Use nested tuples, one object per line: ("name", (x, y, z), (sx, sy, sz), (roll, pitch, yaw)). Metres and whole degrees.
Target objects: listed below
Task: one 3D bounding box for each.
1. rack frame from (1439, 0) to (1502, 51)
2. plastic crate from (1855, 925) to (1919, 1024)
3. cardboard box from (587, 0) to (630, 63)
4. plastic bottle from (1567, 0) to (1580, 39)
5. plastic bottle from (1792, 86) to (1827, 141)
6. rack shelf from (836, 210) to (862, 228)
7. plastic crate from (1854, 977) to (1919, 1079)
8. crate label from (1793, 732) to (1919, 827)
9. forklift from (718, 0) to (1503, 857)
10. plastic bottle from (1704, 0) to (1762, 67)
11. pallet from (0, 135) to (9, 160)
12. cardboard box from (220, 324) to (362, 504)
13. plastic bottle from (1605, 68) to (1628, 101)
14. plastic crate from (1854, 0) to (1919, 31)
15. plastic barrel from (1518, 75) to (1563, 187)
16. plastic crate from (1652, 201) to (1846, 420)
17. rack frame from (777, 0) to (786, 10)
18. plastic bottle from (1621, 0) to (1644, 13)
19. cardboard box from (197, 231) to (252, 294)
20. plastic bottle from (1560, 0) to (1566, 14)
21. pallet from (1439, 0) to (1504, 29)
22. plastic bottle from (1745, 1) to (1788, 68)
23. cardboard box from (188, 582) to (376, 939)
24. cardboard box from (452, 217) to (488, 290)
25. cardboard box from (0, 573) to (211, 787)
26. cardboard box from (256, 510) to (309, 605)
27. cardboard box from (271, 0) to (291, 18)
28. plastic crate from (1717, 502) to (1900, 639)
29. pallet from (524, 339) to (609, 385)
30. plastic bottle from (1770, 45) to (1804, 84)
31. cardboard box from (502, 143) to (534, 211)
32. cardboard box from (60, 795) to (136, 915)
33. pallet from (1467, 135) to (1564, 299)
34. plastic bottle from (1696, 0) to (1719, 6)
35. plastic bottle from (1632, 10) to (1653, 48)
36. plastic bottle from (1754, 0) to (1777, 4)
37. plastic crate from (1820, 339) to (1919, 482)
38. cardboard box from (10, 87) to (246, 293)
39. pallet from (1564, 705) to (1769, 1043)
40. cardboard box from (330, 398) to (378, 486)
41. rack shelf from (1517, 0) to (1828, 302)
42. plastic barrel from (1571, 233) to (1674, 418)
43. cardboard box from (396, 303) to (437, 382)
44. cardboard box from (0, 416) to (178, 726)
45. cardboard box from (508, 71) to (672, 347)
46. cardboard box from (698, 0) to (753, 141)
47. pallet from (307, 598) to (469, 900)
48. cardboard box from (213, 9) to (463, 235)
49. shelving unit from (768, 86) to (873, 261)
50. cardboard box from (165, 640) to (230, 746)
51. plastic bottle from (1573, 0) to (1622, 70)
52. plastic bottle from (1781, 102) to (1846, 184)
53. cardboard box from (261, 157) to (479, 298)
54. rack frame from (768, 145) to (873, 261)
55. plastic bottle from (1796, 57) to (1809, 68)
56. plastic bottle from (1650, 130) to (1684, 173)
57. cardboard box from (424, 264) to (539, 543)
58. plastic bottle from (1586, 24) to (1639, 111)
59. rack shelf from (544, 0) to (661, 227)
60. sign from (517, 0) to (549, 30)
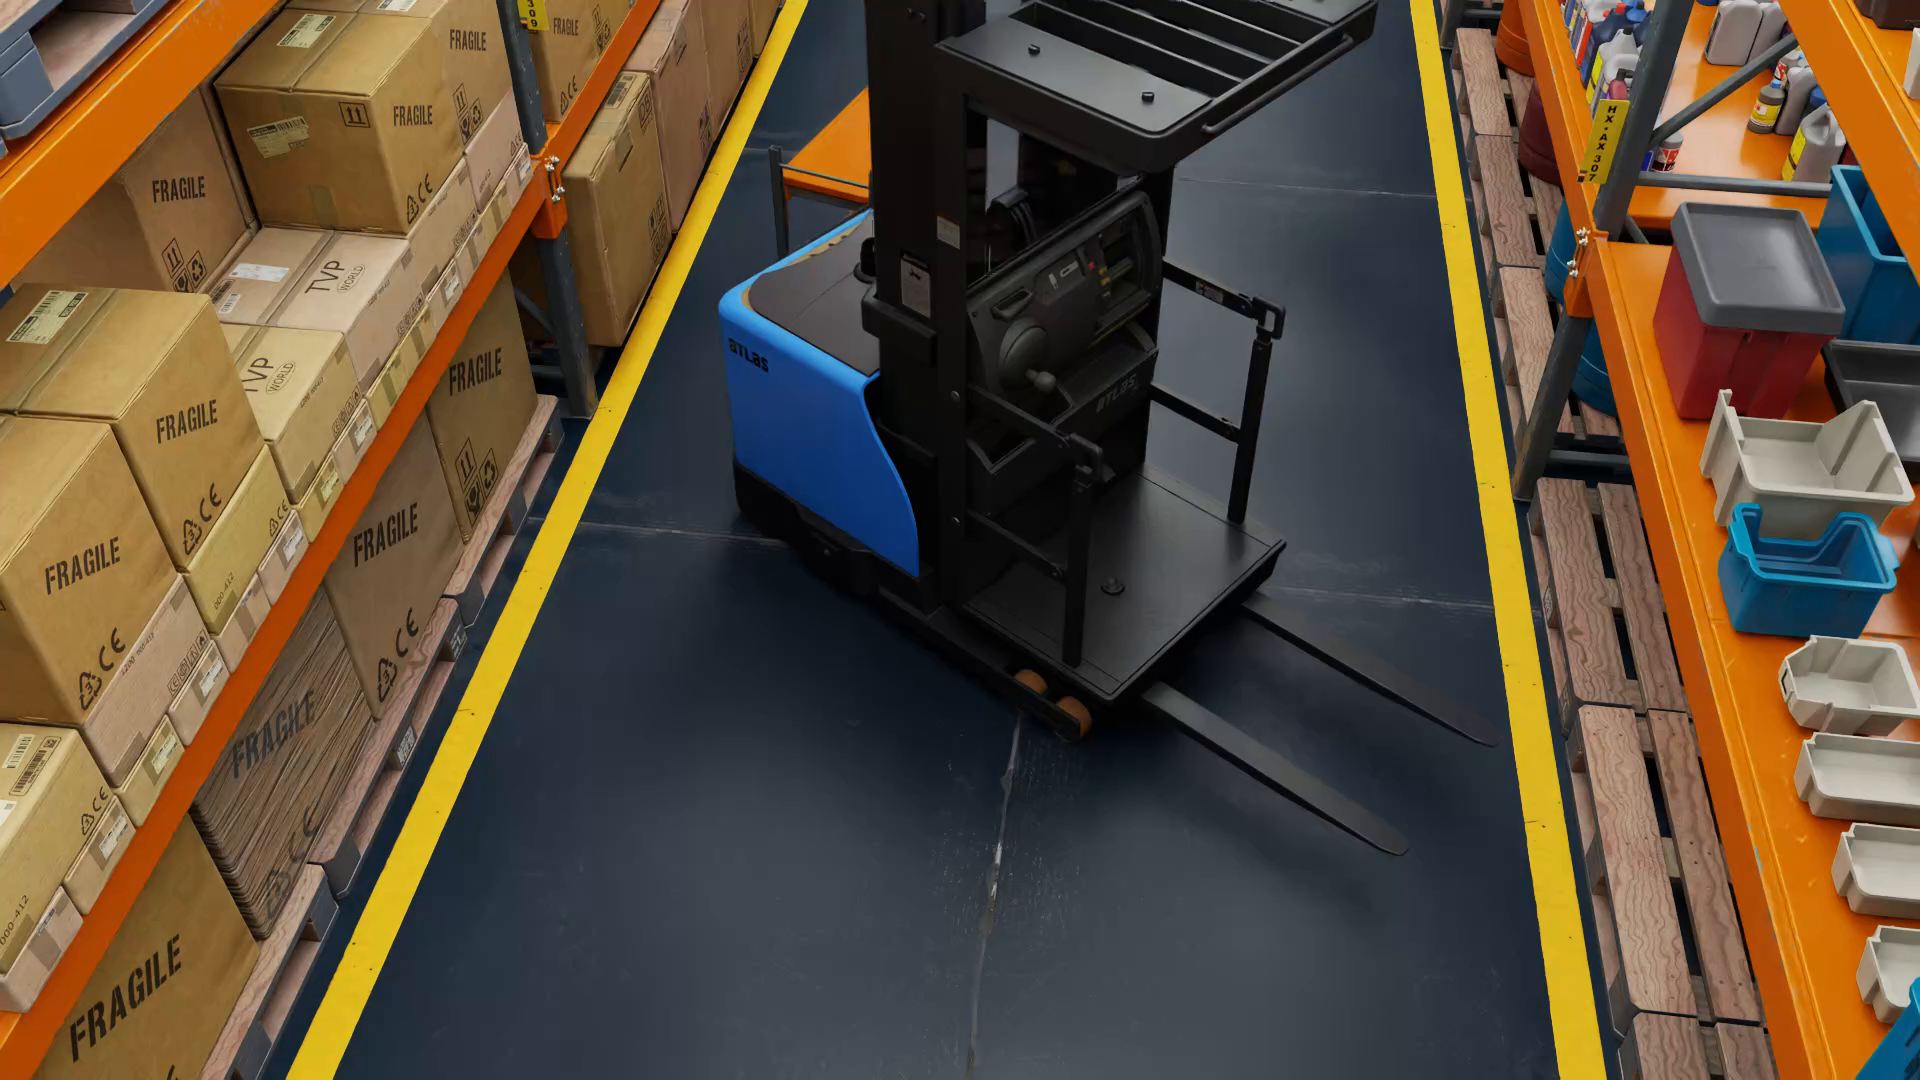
("rack frame", (3.333, -3.972, 8.763), (1.000, 3.000, 0.127), (5, 44, 6))
("plastic crate", (2.203, 0.982, 3.679), (0.396, 0.136, 0.243), (5, 44, 6))
("cardboard box", (-1.732, -2.365, 6.994), (0.500, 0.500, 0.500), (5, 44, 6))
("plastic bottle", (2.656, -2.237, 7.076), (0.097, 0.201, 0.097), (0, 43, 0))
("plastic bottle", (3.303, -1.647, 6.402), (0.097, 0.271, 0.097), (0, 43, 0))
("rack shelf", (-0.340, -1.274, 7.633), (0.538, 0.278, 1.000), (17, 46, 18))
("plastic crate", (2.134, 1.201, 3.231), (0.616, 0.435, 0.499), (5, 44, 6))
("crate label", (2.269, 0.594, 4.089), (0.396, 0.136, 0.243), (5, 44, 6))
("forklift", (0.518, -0.750, 5.410), (3.031, 2.935, 1.130), (32, 52, 29))
("plastic bottle", (3.214, -2.126, 6.904), (0.152, 0.276, 0.135), (5, 44, 6))
("pallet", (-2.547, -0.533, 3.014), (1.003, 0.211, 1.213), (5, 44, 6))
("cardboard box", (-2.107, -0.379, 4.861), (0.500, 0.250, 0.500), (4, 44, 5))
("plastic bottle", (2.521, -1.663, 6.409), (0.061, 0.283, 0.133), (5, 44, 6))
("plastic crate", (2.368, -1.466, 4.030), (0.497, 0.269, 0.590), (5, 44, 6))
("plastic barrel", (3.136, -2.144, 8.281), (0.600, 0.588, 0.708), (5, 44, 6))
("plastic crate", (2.437, -0.705, 5.222), (0.402, 0.464, 0.583), (5, 44, 6))
("rack frame", (-1.577, -4.422, 9.238), (1.000, 3.000, 0.127), (5, 44, 6))
("plastic bottle", (2.794, -2.182, 6.967), (0.097, 0.271, 0.097), (0, 43, 0))
("cardboard box", (-2.561, -0.761, 5.265), (0.500, 0.250, 0.500), (6, 44, 7))
("plastic bottle", (2.687, -2.395, 7.243), (0.097, 0.201, 0.097), (0, 43, 0))
("pallet", (3.473, -3.483, 10.275), (1.003, 0.211, 1.213), (5, 44, 6))
("plastic bottle", (3.365, -2.112, 6.889), (0.152, 0.276, 0.135), (5, 44, 6))
("cardboard box", (-2.509, 0.586, 5.190), (0.875, 0.875, 0.875), (5, 44, 6))
("cardboard box", (-1.889, -1.016, 5.825), (0.380, 0.149, 0.250), (5, 44, 5))
("cardboard box", (-2.241, 0.319, 4.124), (0.500, 0.250, 0.500), (5, 44, 5))
("cardboard box", (-2.093, 0.033, 4.716), (0.380, 0.149, 0.250), (5, 44, 5))
("cardboard box", (-2.422, -1.718, 5.730), (0.500, 0.500, 0.500), (5, 44, 6))
("plastic crate", (2.292, 0.097, 4.544), (0.416, 0.233, 0.300), (5, 44, 6))
("pallet", (-2.078, -1.216, 7.881), (1.003, 0.211, 1.213), (5, 44, 6))
("plastic bottle", (3.359, -1.913, 6.733), (0.097, 0.201, 0.097), (0, 43, 0))
("cardboard box", (-1.821, -1.367, 6.195), (0.380, 0.149, 0.250), (5, 44, 6))
("cardboard box", (-2.228, 0.735, 3.975), (0.380, 0.149, 0.250), (5, 44, 5))
("pallet", (3.106, -1.589, 8.274), (1.003, 0.211, 1.213), (5, 44, 6))
("plastic bottle", (3.321, -2.491, 7.293), (0.097, 0.271, 0.097), (0, 43, 0))
("plastic bottle", (2.768, -1.997, 6.713), (0.144, 0.351, 0.185), (5, 44, 6))
("plastic bottle", (3.396, -2.270, 7.056), (0.152, 0.276, 0.135), (5, 44, 6))
("plastic crate", (2.922, -0.380, 5.126), (0.437, 0.125, 0.590), (5, 44, 6))
("cardboard box", (-2.559, -1.028, 5.002), (0.500, 0.500, 0.500), (4, 44, 4))
("pallet", (2.586, 1.106, 5.429), (1.003, 0.211, 1.213), (5, 44, 6))
("cardboard box", (-2.026, -0.318, 5.087), (0.380, 0.149, 0.250), (6, 44, 6))
("rack shelf", (3.068, -2.347, 7.571), (1.077, 0.370, 4.000), (5, 44, 6))
("plastic barrel", (2.893, -1.005, 6.851), (0.600, 0.901, 0.708), (5, 44, 6))
("cardboard box", (-1.957, -0.665, 5.454), (0.380, 0.149, 0.250), (6, 44, 6))
("cardboard box", (-2.237, 0.061, 3.851), (0.500, 0.500, 0.500), (4, 44, 4))
("cardboard box", (-2.041, -1.515, 7.408), (1.225, 0.875, 0.875), (5, 44, 6))
("cardboard box", (-1.814, -2.727, 8.689), (1.225, 0.875, 0.875), (5, 44, 6))
("pallet", (-2.443, 0.662, 5.898), (1.003, 0.211, 1.213), (5, 44, 6))
("cardboard box", (-1.972, -1.343, 5.334), (0.500, 0.500, 0.500), (6, 44, 6))
("shelving unit", (-0.340, -1.452, 7.465), (0.538, 1.125, 1.048), (17, 46, 18))
("cardboard box", (-2.161, 0.382, 4.347), (0.380, 0.149, 0.250), (5, 44, 5))
("plastic bottle", (2.650, -2.091, 6.867), (0.152, 0.276, 0.135), (5, 44, 6))
("plastic bottle", (3.177, -1.466, 6.152), (0.144, 0.351, 0.185), (5, 44, 6))
("cardboard box", (-1.970, -1.072, 5.593), (0.500, 0.250, 0.500), (6, 44, 7))
("rack frame", (-0.551, -1.134, 7.129), (0.500, 1.125, 0.032), (17, 46, 18))
("plastic bottle", (3.333, -1.805, 6.569), (0.097, 0.271, 0.097), (0, 43, 0))
("plastic bottle", (2.662, -1.473, 6.268), (0.097, 0.201, 0.097), (0, 43, 0))
("cardboard box", (-2.272, -0.634, 6.478), (0.875, 0.875, 0.875), (5, 44, 6))
("plastic bottle", (2.601, -1.884, 6.594), (0.144, 0.351, 0.185), (5, 44, 6))
("rack shelf", (-1.841, -2.797, 8.046), (1.077, 0.370, 4.000), (5, 44, 6))
("sign", (-1.555, -1.989, 5.982), (0.100, 0.325, 0.005), (5, 44, 6))
